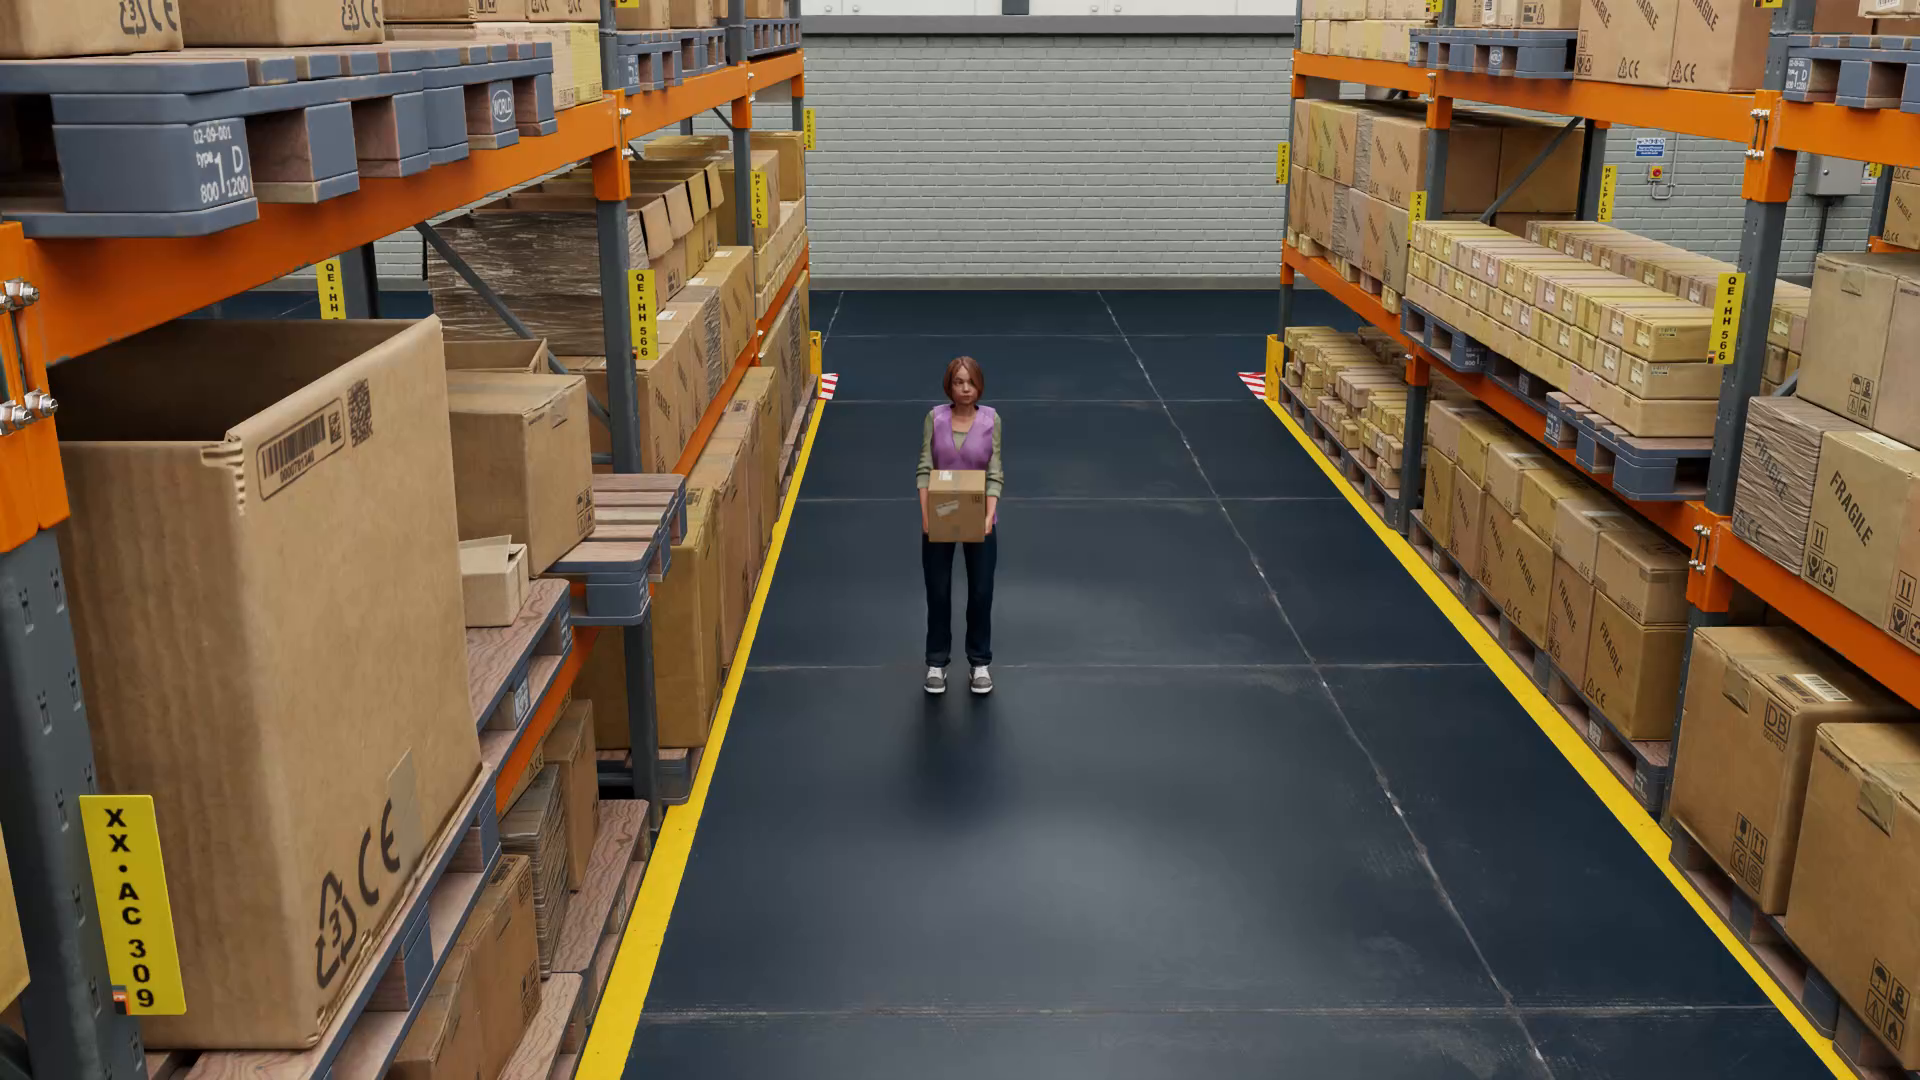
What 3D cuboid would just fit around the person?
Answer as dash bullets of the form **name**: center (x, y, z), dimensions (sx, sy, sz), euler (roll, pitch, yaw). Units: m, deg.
- **person**: center (-0.001, -0.041, 7.705), dimensions (0.405, 1.590, 0.492), euler (1, 17, 2)
